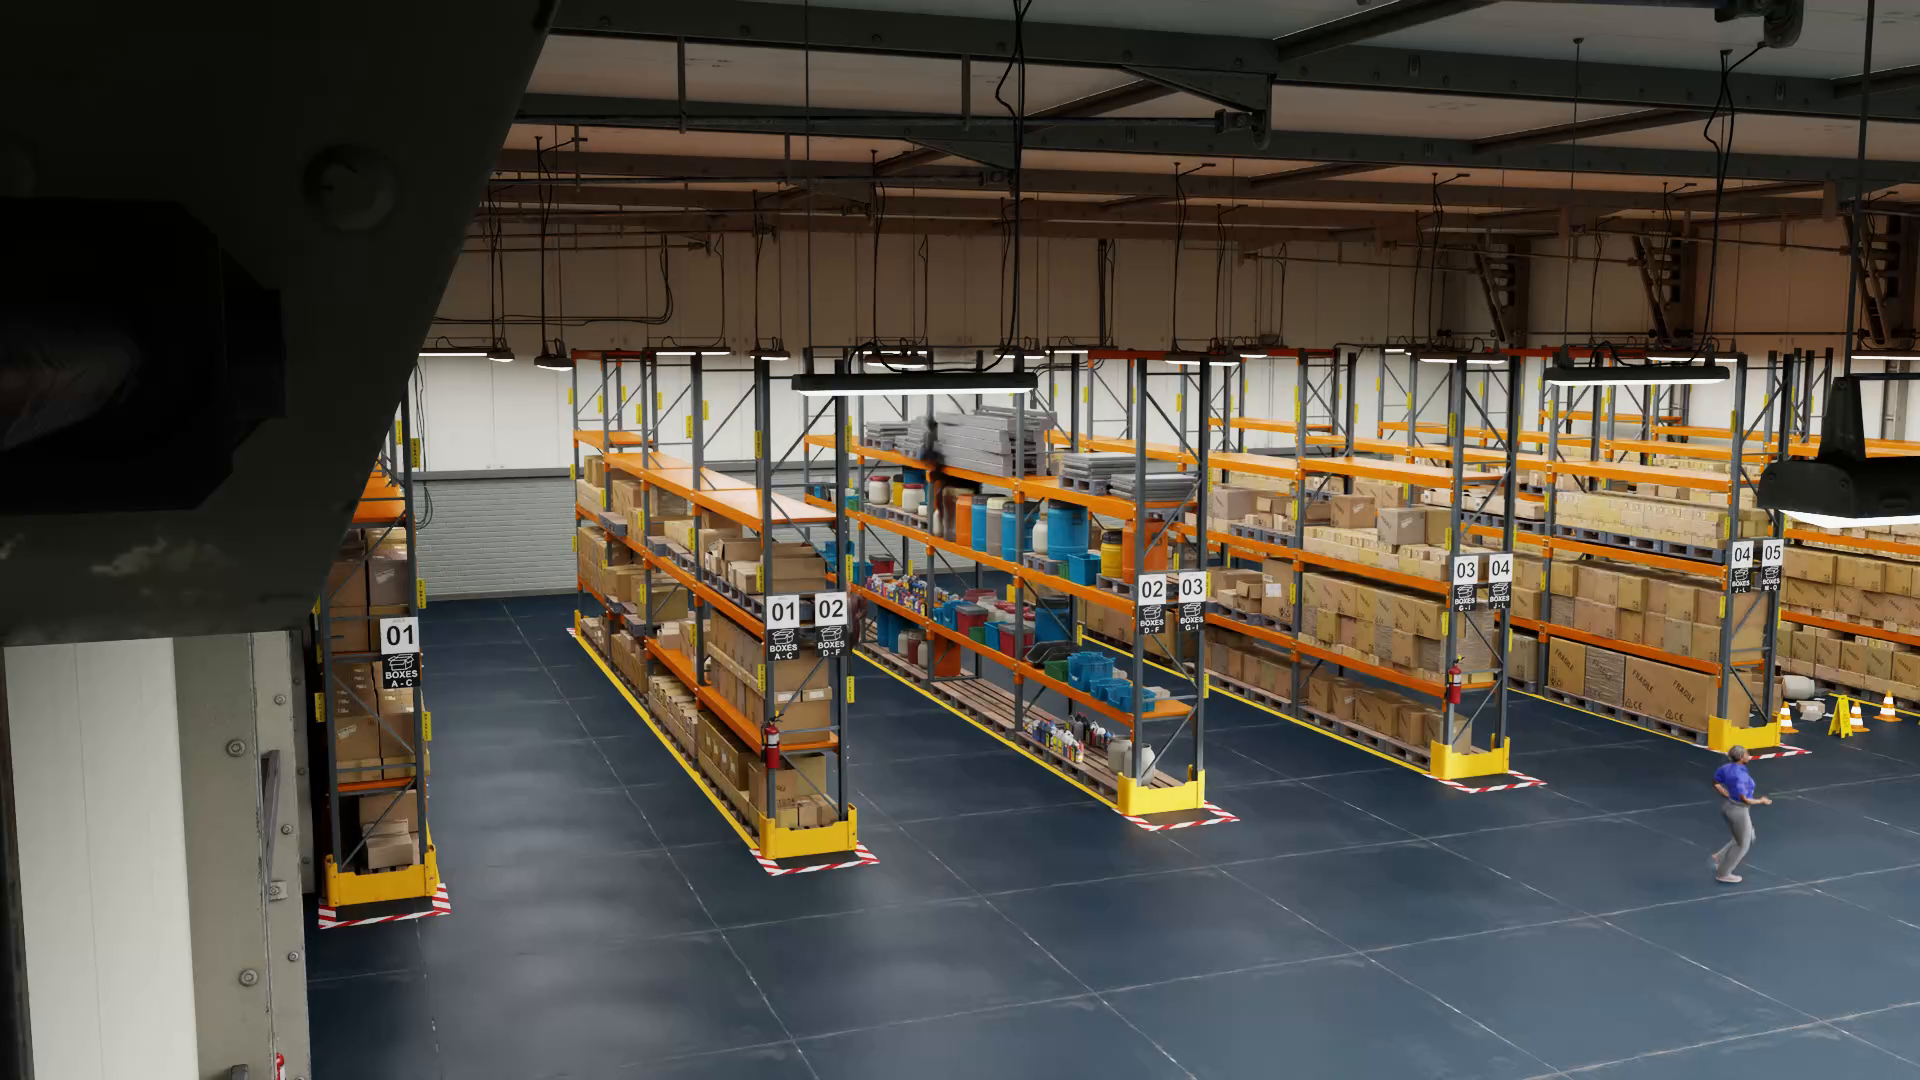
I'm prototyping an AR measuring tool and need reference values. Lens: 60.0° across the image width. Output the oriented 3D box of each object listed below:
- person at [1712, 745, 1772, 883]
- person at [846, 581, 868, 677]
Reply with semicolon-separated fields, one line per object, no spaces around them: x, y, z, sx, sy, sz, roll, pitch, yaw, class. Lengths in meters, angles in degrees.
9.022;3.149;19.177;0.553;1.611;0.565;0;7;3;person
-1.917;1.590;28.722;0.669;1.825;0.931;-2;7;-18;person
